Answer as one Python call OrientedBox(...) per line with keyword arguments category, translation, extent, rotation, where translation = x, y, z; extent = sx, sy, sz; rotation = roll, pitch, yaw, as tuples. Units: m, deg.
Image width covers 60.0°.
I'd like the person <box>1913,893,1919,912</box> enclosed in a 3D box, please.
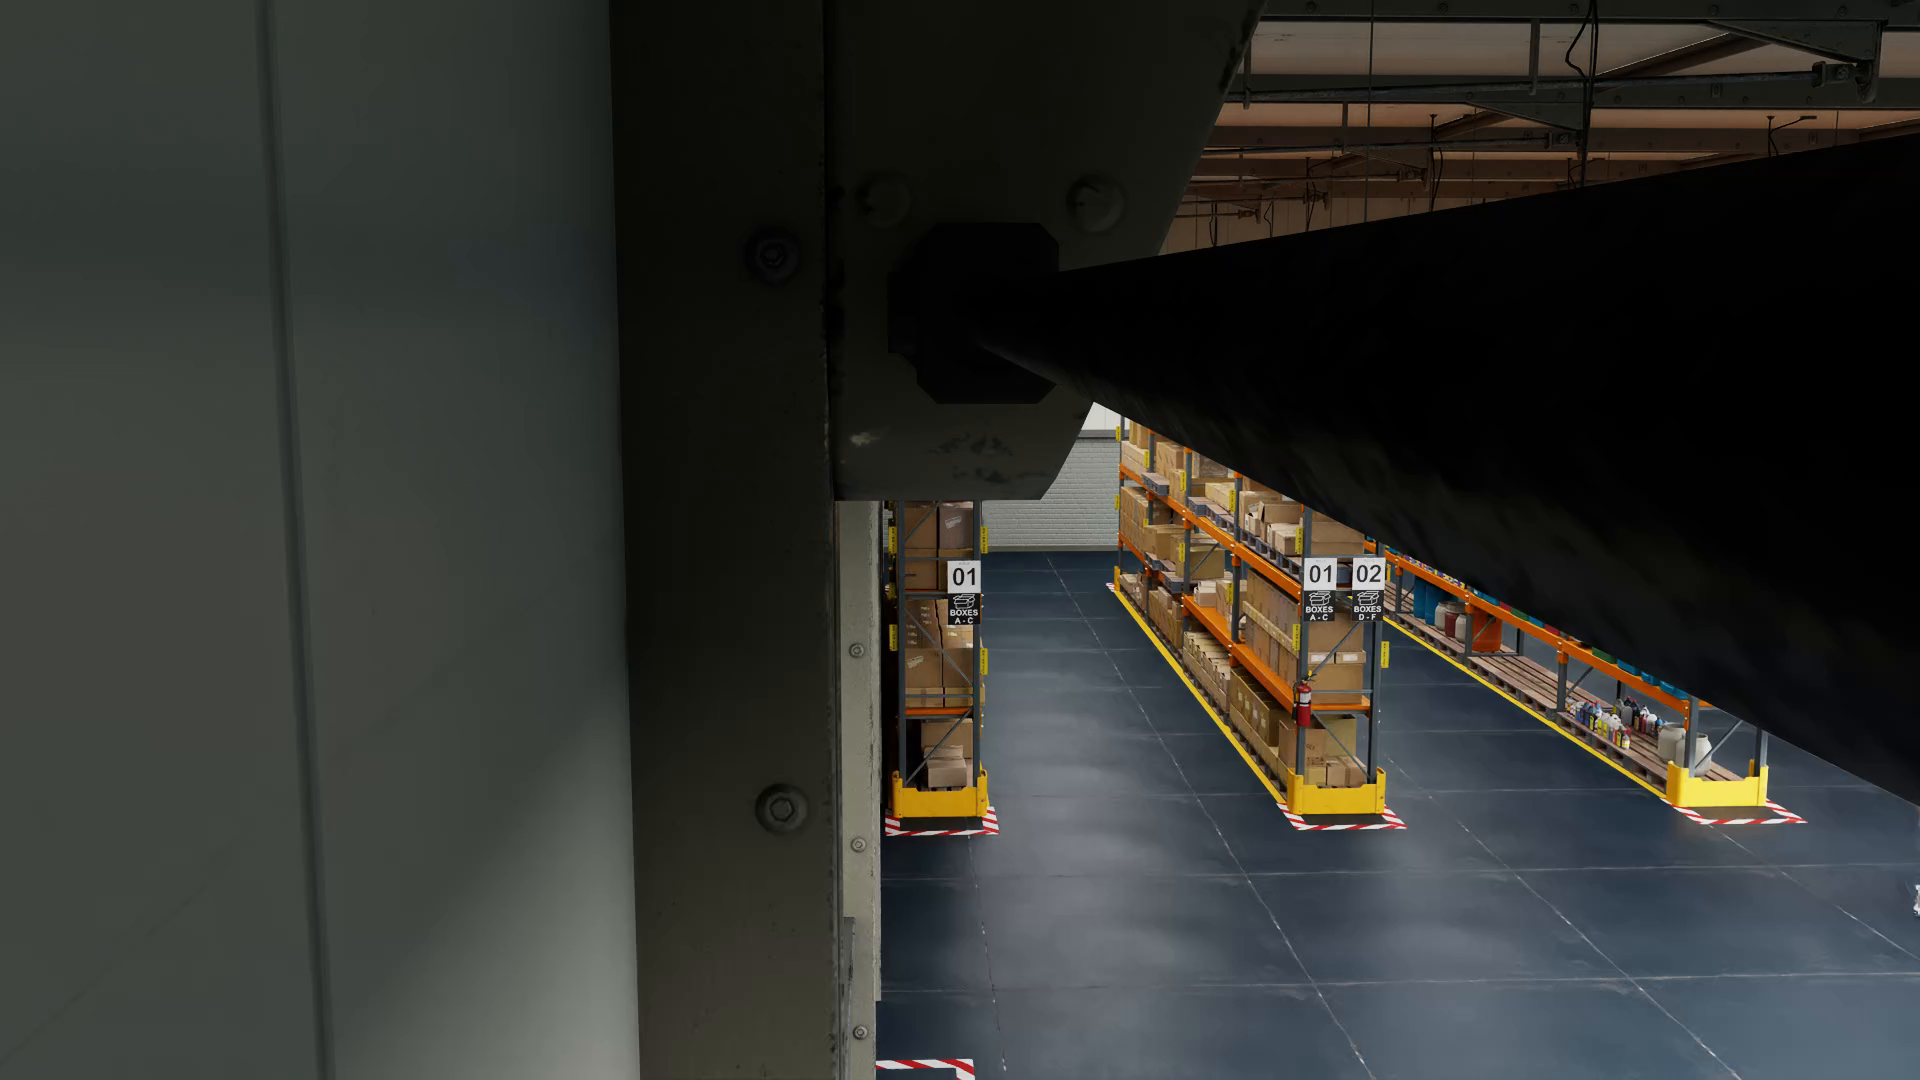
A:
OrientedBox(category="person", translation=(10.184, 3.068, 17.002), extent=(0.653, 1.641, 0.538), rotation=(2, 9, 17))
